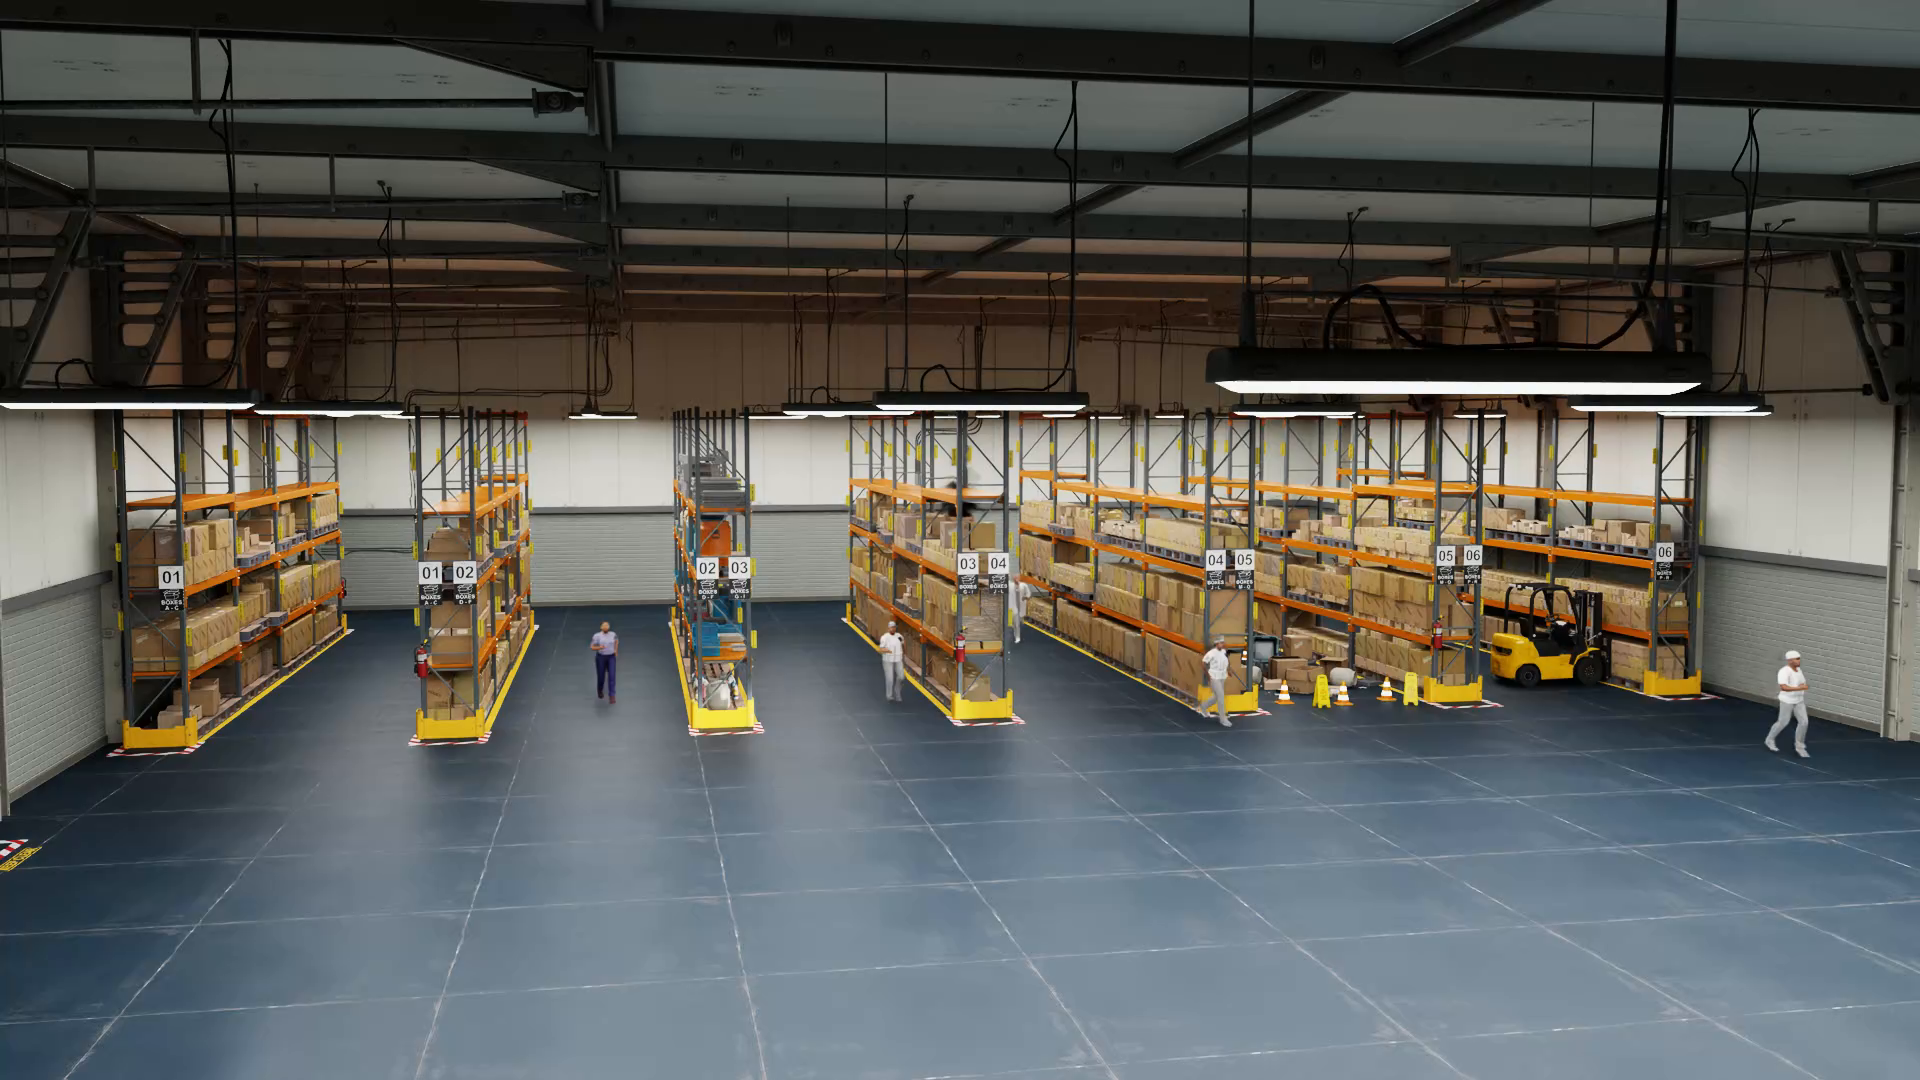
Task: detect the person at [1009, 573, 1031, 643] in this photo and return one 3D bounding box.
[{"bbox_3d":[1.501,1.800,43.437,0.699,1.701,0.923,0,4,-5],"label":"person"}]

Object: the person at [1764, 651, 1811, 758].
[{"bbox_3d":[14.238,2.809,28.534,0.689,1.840,0.810,-2,5,-28],"label":"person"}]

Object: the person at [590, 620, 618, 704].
[{"bbox_3d":[-7.222,2.459,33.886,0.602,1.645,0.913,-2,4,-21],"label":"person"}]

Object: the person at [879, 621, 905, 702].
[{"bbox_3d":[-1.346,2.491,33.896,0.587,1.660,0.610,-1,4,-15],"label":"person"}]

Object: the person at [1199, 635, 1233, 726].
[{"bbox_3d":[4.855,2.645,31.592,0.572,1.705,0.891,-4,5,-41],"label":"person"}]
